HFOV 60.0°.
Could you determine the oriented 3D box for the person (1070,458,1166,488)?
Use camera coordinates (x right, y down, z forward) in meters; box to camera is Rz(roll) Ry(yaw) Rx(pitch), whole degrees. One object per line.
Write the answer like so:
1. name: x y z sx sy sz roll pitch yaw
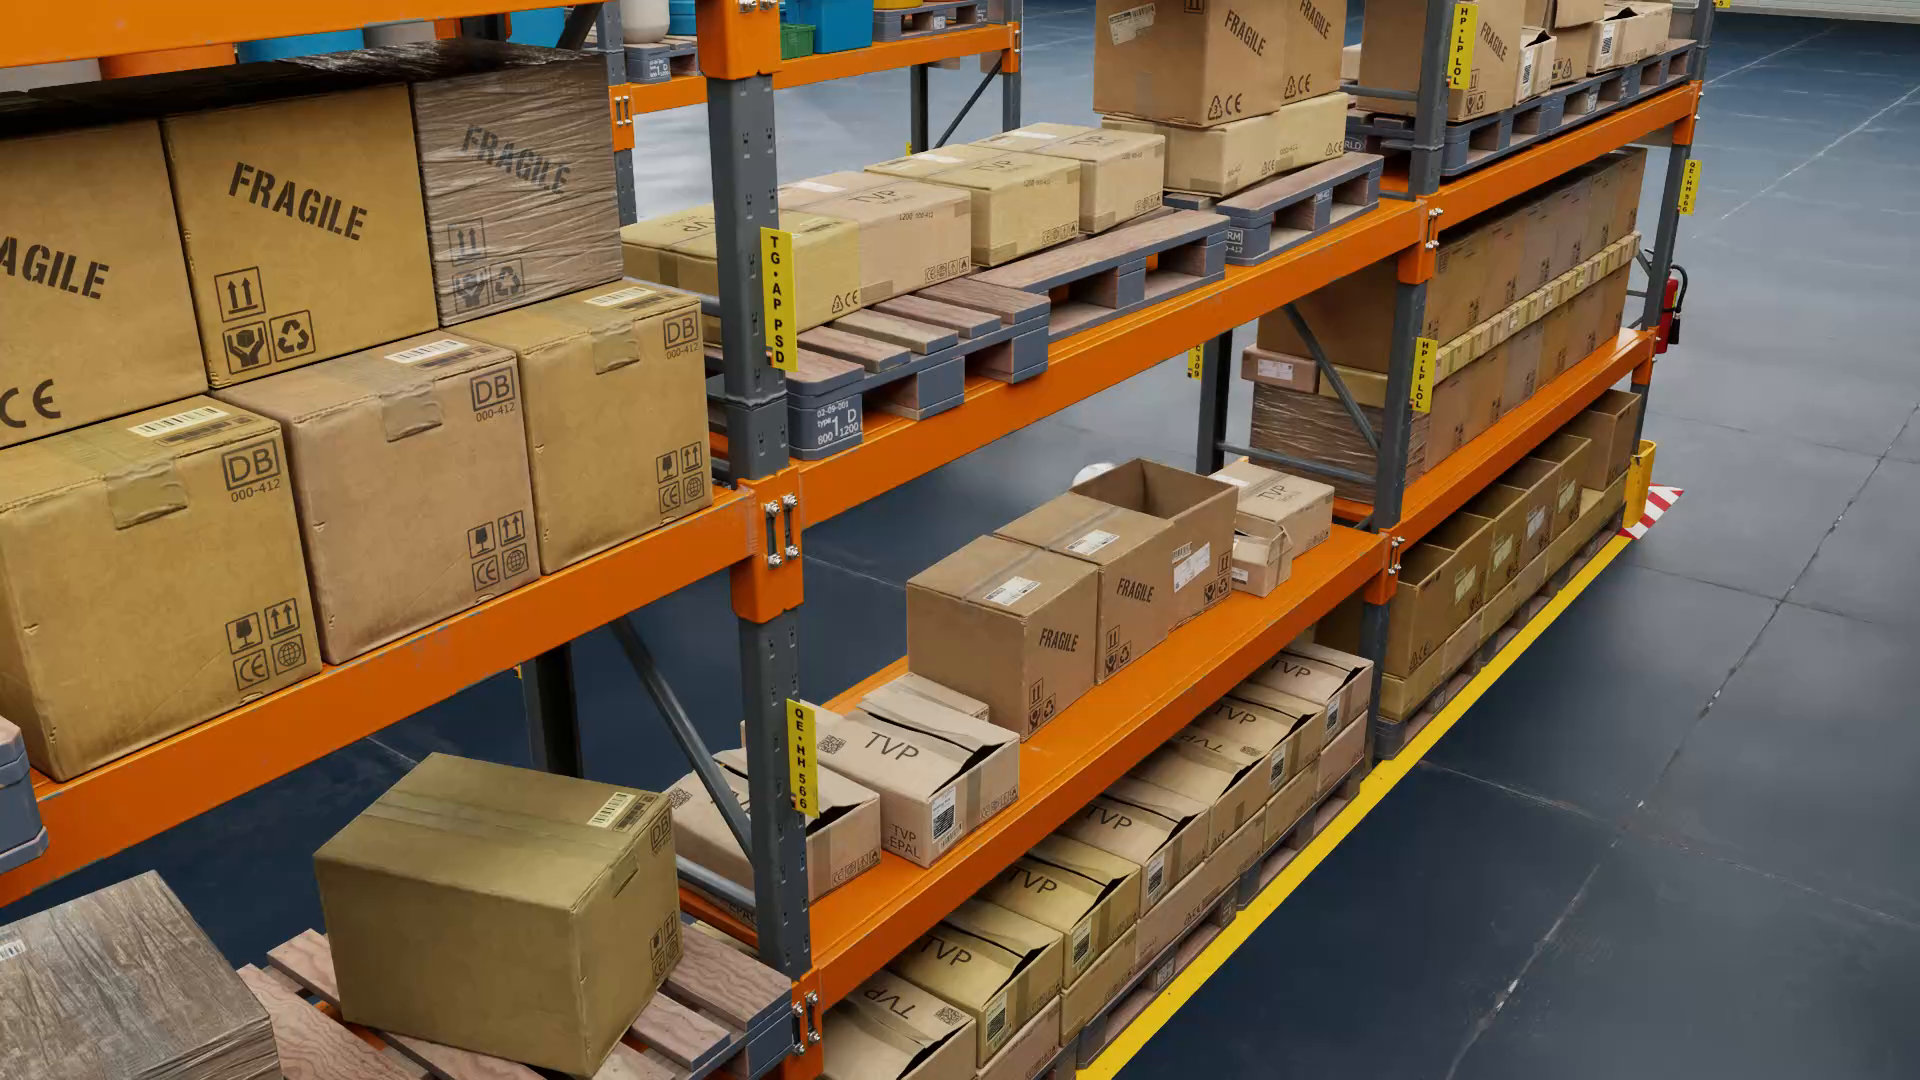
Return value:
1. person: 0.944 -0.061 9.668 0.438 0.919 0.880 15 28 31
